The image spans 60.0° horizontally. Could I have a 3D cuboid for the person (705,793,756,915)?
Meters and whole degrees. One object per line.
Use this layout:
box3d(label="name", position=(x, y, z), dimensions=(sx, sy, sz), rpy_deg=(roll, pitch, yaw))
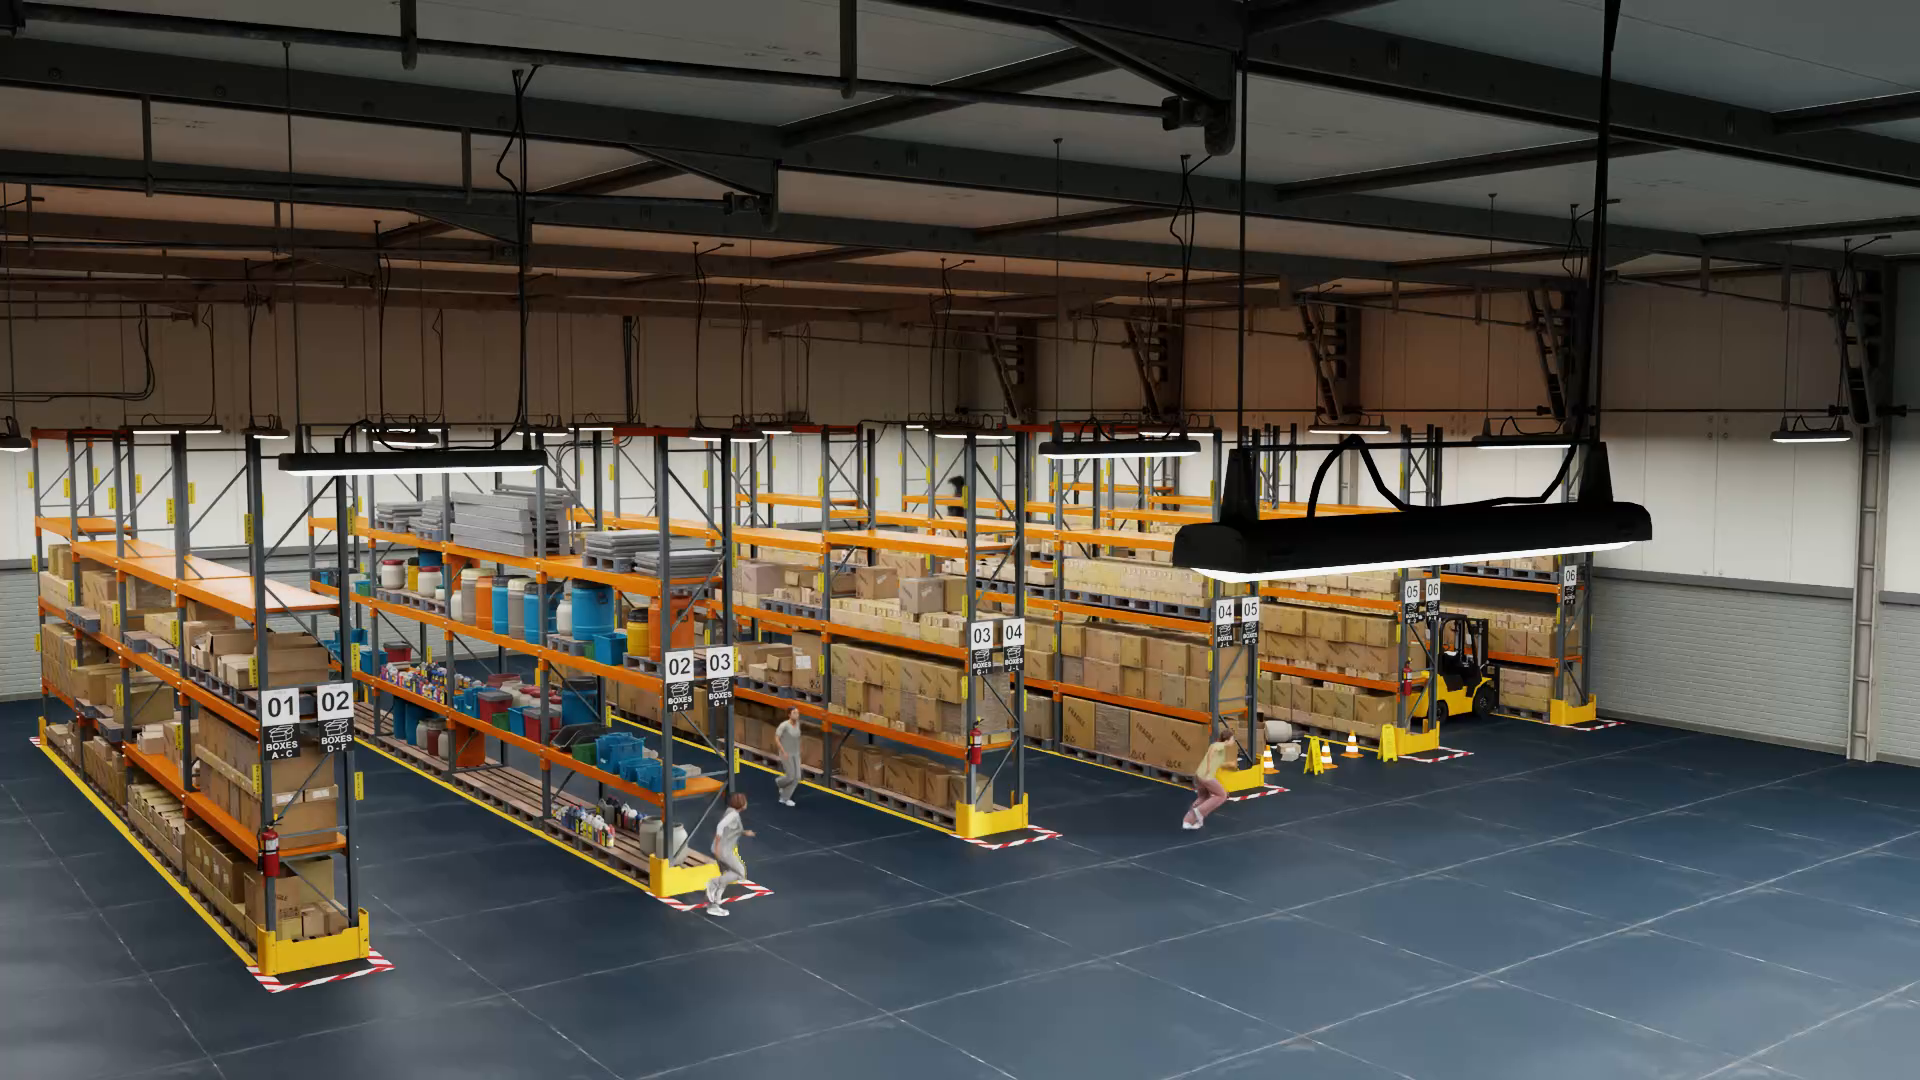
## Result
box3d(label="person", position=(-2.876, 3.940, 20.869), dimensions=(0.648, 1.526, 0.542), rpy_deg=(-1, 5, -17))

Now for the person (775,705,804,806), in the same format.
box3d(label="person", position=(-2.755, 3.445, 26.679), dimensions=(0.561, 1.612, 0.499), rpy_deg=(-4, 6, -42))

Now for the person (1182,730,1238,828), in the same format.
box3d(label="person", position=(3.778, 3.609, 25.027), dimensions=(0.850, 1.503, 0.609), rpy_deg=(0, 4, -3))

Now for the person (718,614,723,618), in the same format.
box3d(label="person", position=(-5.370, 2.549, 37.068), dimensions=(0.653, 1.819, 0.720), rpy_deg=(-4, 6, -43))
